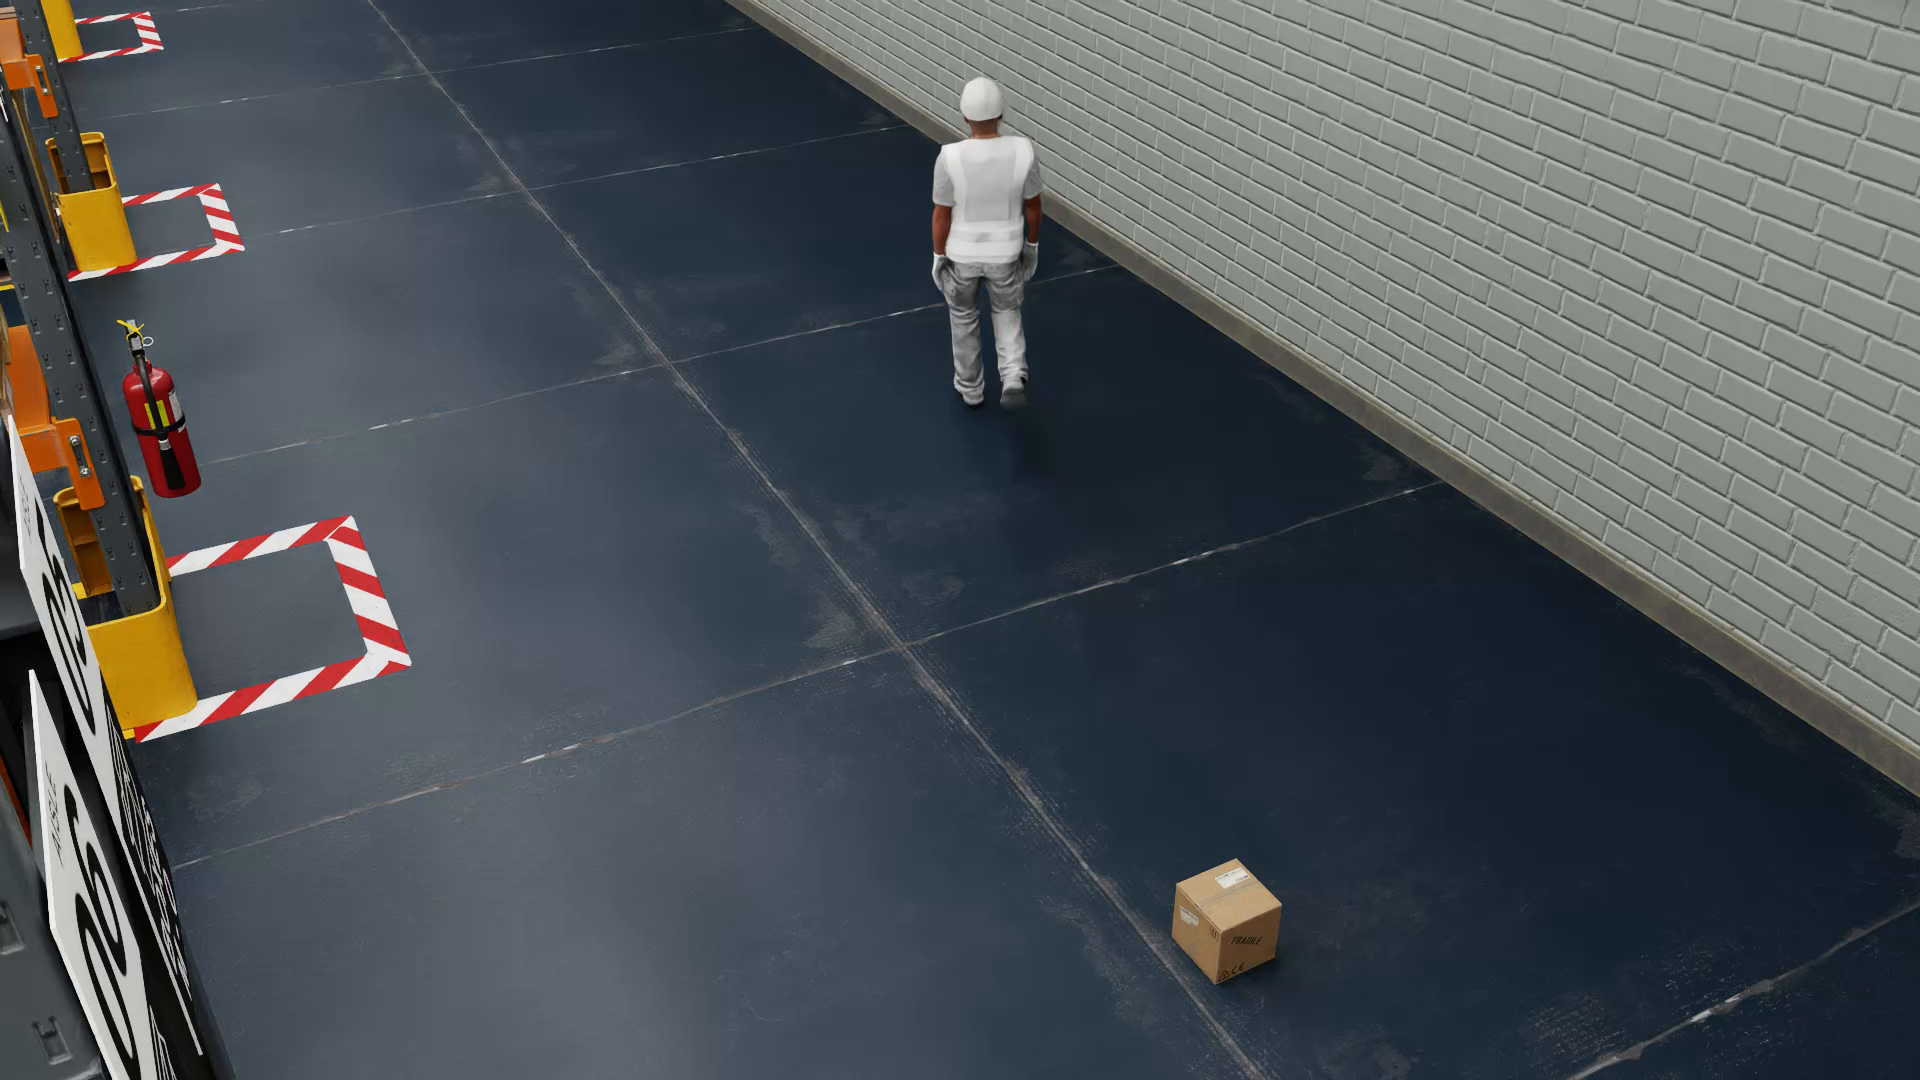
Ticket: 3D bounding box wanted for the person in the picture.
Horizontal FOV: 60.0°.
[{"bbox_3d":[0.126,-1.743,8.168,0.548,1.084,0.345,-5,33,-7],"label":"person"}]
